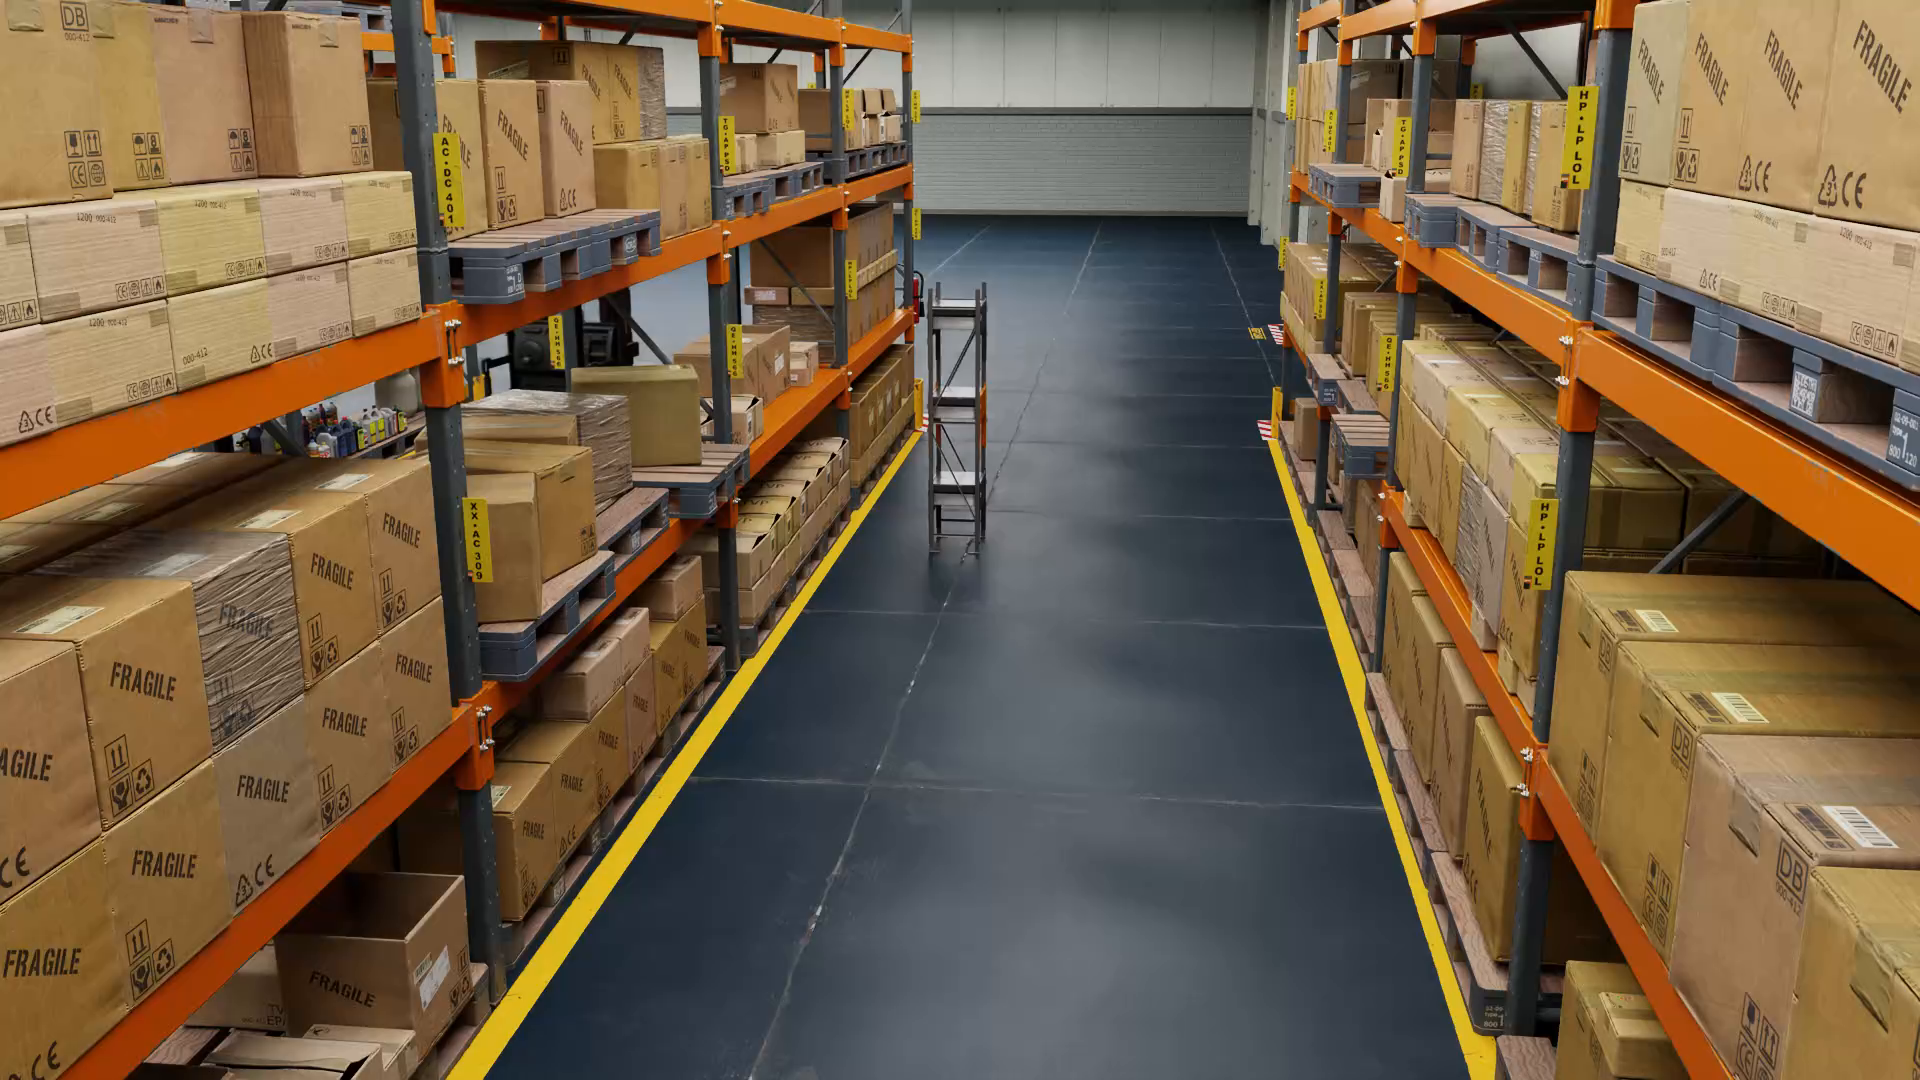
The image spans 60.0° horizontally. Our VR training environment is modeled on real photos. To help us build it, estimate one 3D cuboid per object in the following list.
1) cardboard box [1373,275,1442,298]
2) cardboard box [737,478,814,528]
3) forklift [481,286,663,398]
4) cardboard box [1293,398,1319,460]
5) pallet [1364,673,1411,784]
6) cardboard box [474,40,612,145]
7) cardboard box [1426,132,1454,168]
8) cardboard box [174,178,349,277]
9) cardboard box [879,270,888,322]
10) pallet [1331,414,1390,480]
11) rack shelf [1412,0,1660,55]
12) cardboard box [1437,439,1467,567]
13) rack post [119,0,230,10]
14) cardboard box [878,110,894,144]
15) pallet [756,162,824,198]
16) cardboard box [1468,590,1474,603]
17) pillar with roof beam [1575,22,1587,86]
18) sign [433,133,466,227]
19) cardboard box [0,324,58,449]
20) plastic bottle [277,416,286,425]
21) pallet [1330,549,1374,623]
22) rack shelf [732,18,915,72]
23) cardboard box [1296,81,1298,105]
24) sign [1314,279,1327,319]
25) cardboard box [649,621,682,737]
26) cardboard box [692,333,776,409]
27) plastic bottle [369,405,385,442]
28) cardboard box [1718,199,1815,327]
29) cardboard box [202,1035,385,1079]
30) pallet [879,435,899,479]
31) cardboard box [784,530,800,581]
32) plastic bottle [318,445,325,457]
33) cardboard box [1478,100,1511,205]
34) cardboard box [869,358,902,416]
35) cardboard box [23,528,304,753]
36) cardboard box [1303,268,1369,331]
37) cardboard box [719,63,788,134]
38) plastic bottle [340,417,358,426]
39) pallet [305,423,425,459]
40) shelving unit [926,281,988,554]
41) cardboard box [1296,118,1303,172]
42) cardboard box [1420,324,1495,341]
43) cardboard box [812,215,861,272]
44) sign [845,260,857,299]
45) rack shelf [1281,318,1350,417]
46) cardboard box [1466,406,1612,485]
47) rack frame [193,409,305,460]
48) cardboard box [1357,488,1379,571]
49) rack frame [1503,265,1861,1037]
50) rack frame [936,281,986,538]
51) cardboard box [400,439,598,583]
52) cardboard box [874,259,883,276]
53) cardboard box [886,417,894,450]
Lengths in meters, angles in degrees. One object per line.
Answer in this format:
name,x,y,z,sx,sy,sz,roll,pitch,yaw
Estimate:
cardboard box,3.729,-1.939,13.900,0.500,0.500,0.500,1,15,5
cardboard box,-1.386,-0.307,12.441,0.500,0.311,0.500,2,15,6
forklift,-3.499,-1.684,14.276,1.130,2.935,3.031,4,16,14
cardboard box,3.555,-1.054,15.760,0.700,0.500,0.500,1,15,3
pallet,2.853,1.061,9.332,1.003,0.211,1.213,2,15,6
cardboard box,-2.076,-2.233,8.321,0.500,0.500,0.500,2,15,6
cardboard box,3.255,-2.328,10.542,0.797,0.503,0.637,4,16,14
cardboard box,-2.202,-0.948,5.003,0.500,0.250,0.500,2,15,6
cardboard box,-1.123,-2.498,16.962,0.700,0.500,0.500,2,15,8
pallet,2.992,-0.582,10.437,1.213,0.211,1.003,2,15,6
rack shelf,2.791,-2.324,7.161,1.077,0.370,4.000,2,15,6
cardboard box,2.532,-0.171,7.746,0.500,0.500,0.500,2,15,8
rack post,-6.512,-4.295,11.925,1.013,1.000,3.121,2,15,6
cardboard box,-0.933,-3.931,15.806,0.500,0.311,0.500,4,16,13
pallet,-1.541,-2.796,12.875,0.805,0.209,1.217,1,15,4
cardboard box,2.509,0.238,7.479,0.380,0.149,0.250,1,15,5
pillar with roof beam,-0.254,-3.821,10.555,9.100,9.000,0.400,2,15,6
sign,-1.817,-1.278,5.905,0.100,0.325,0.005,2,15,6
cardboard box,-2.373,-0.317,3.630,0.500,0.250,0.500,2,15,6
plastic bottle,-6.531,-1.059,16.064,0.144,0.351,0.185,2,15,6
pallet,3.247,0.341,11.997,1.003,0.211,1.213,2,15,6
rack shelf,-1.228,-4.544,15.370,1.077,0.370,4.000,2,15,6
cardboard box,3.635,-4.458,16.509,0.500,0.500,0.500,1,15,2
sign,2.928,-1.956,13.492,0.100,0.325,0.005,2,15,6
cardboard box,-1.836,0.746,9.102,0.500,0.500,0.500,1,15,4
cardboard box,-1.673,-1.252,12.355,0.500,0.500,0.500,2,15,6
plastic bottle,-5.782,-1.154,16.417,0.144,0.351,0.185,2,15,9
cardboard box,2.104,-0.640,3.826,0.500,0.250,0.500,1,15,5
cardboard box,-2.224,1.842,5.413,0.500,0.311,0.500,2,15,6
pallet,-1.188,-0.846,16.385,1.003,0.211,1.213,2,15,6
cardboard box,-1.446,0.100,12.008,0.500,0.250,0.500,1,15,5
plastic bottle,-5.892,-0.774,15.295,0.097,0.201,0.097,0,15,0
cardboard box,3.012,-1.929,8.269,0.700,0.500,0.500,1,15,3
cardboard box,-0.866,-1.537,16.624,0.500,0.500,0.500,2,15,6
cardboard box,-2.269,0.277,4.784,0.500,0.500,0.500,2,15,7
cardboard box,3.265,-2.085,14.439,0.500,0.500,0.500,2,15,6
cardboard box,-1.604,-3.302,12.428,0.500,0.500,0.500,3,15,12
plastic bottle,-5.953,-1.068,16.240,0.152,0.276,0.135,2,15,6
pallet,-6.123,-0.960,16.809,1.003,0.211,1.213,2,15,6
shelving unit,-0.019,-0.971,13.229,0.431,2.100,0.503,2,15,6
cardboard box,3.538,-3.850,16.178,0.500,0.500,0.500,3,15,10
cardboard box,3.048,-1.235,10.206,0.380,0.149,0.250,-1,15,-3
cardboard box,-1.297,-2.720,15.298,0.700,0.500,0.500,2,15,6
sign,-0.914,-2.177,13.899,0.100,0.325,0.005,2,15,6
rack shelf,3.694,-1.696,15.565,1.077,0.370,4.000,2,15,6
cardboard box,2.489,-0.406,7.182,0.500,0.250,0.500,2,15,7
rack frame,-6.375,-1.816,14.632,1.000,3.000,0.127,2,15,6
cardboard box,3.296,-0.072,12.128,0.700,0.500,0.500,2,15,7
rack frame,2.566,0.550,5.880,1.000,3.000,0.127,2,15,6
rack frame,0.009,-1.034,13.463,0.400,2.100,0.015,2,15,6
cardboard box,-2.066,-0.142,7.444,0.700,0.500,0.500,4,16,15
cardboard box,-0.973,-2.696,16.451,0.380,0.149,0.250,2,15,8
cardboard box,-0.927,-1.045,16.243,0.500,0.250,0.500,2,15,6
